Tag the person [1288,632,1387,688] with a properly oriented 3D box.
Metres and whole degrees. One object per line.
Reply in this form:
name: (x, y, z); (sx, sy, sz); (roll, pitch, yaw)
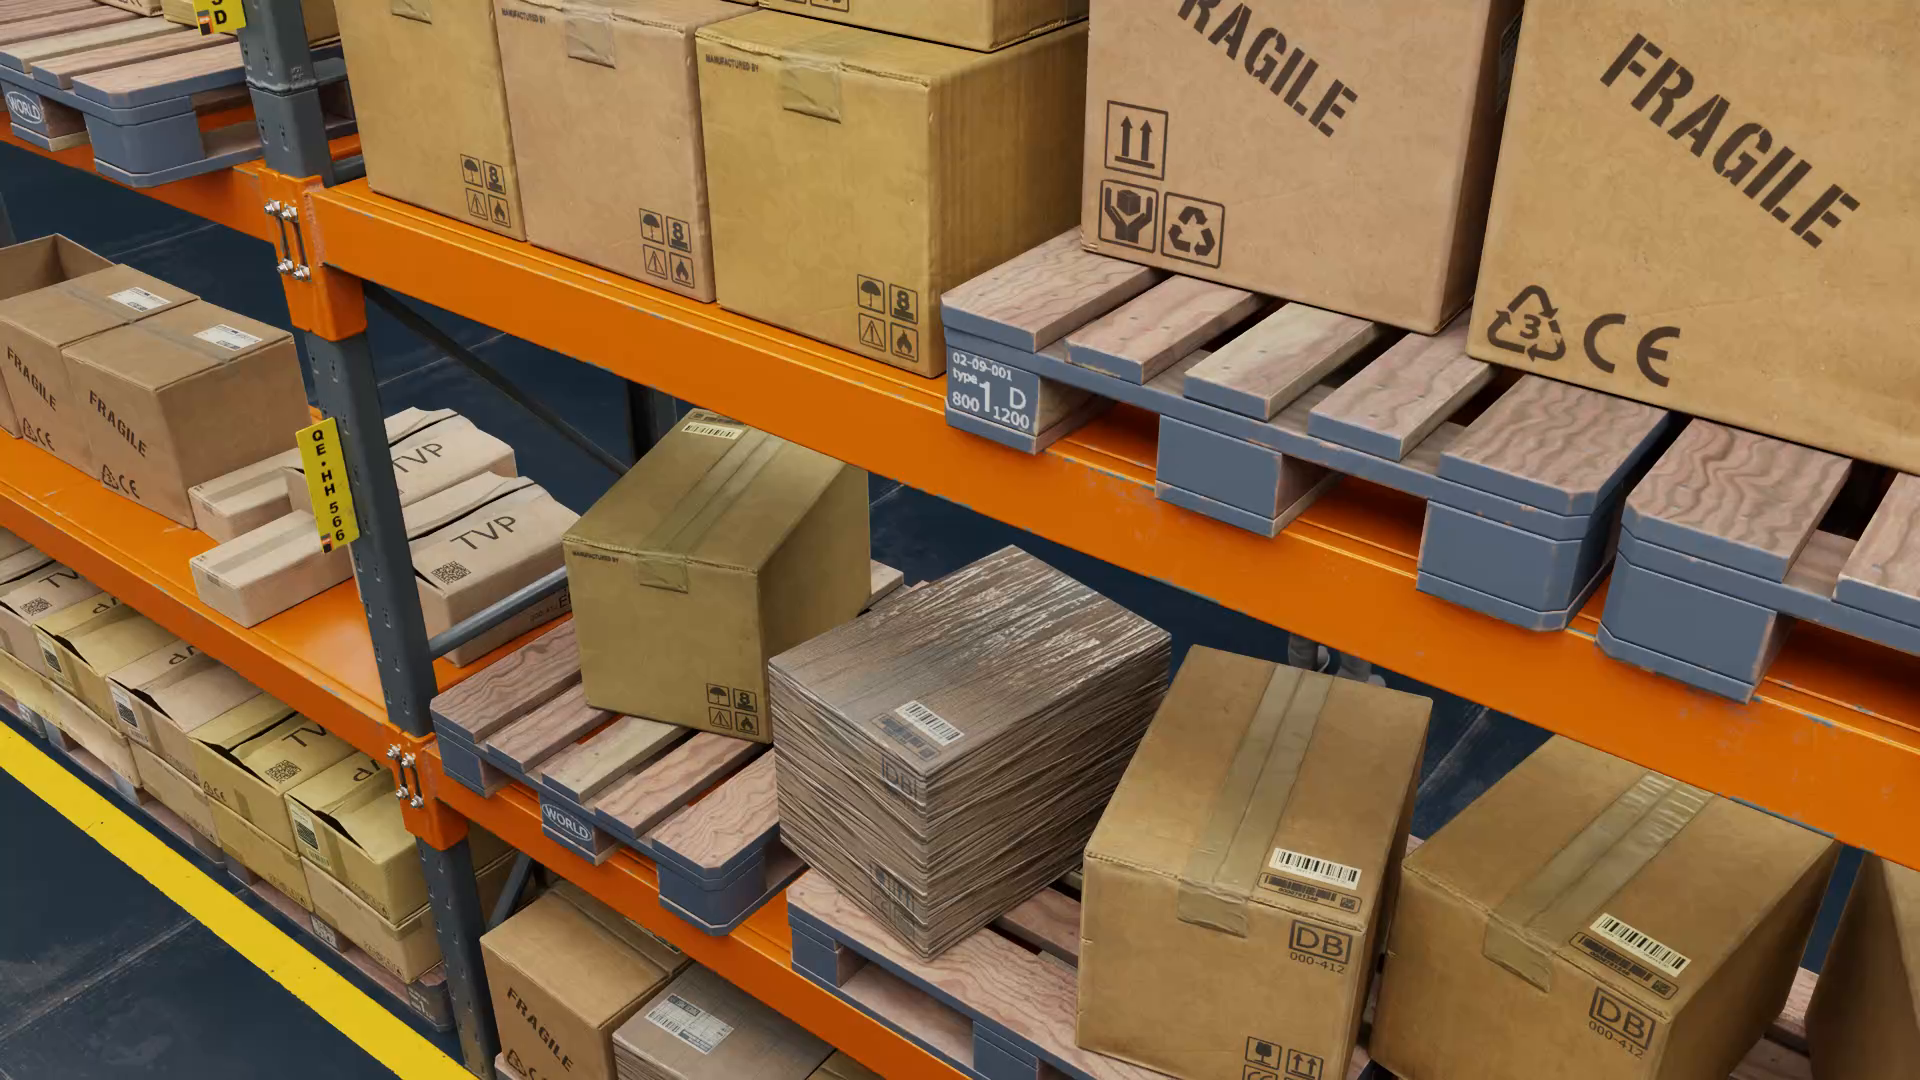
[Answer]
person: (1.474, -0.127, 6.319); (0.475, 1.686, 0.441); (21, 37, 31)
